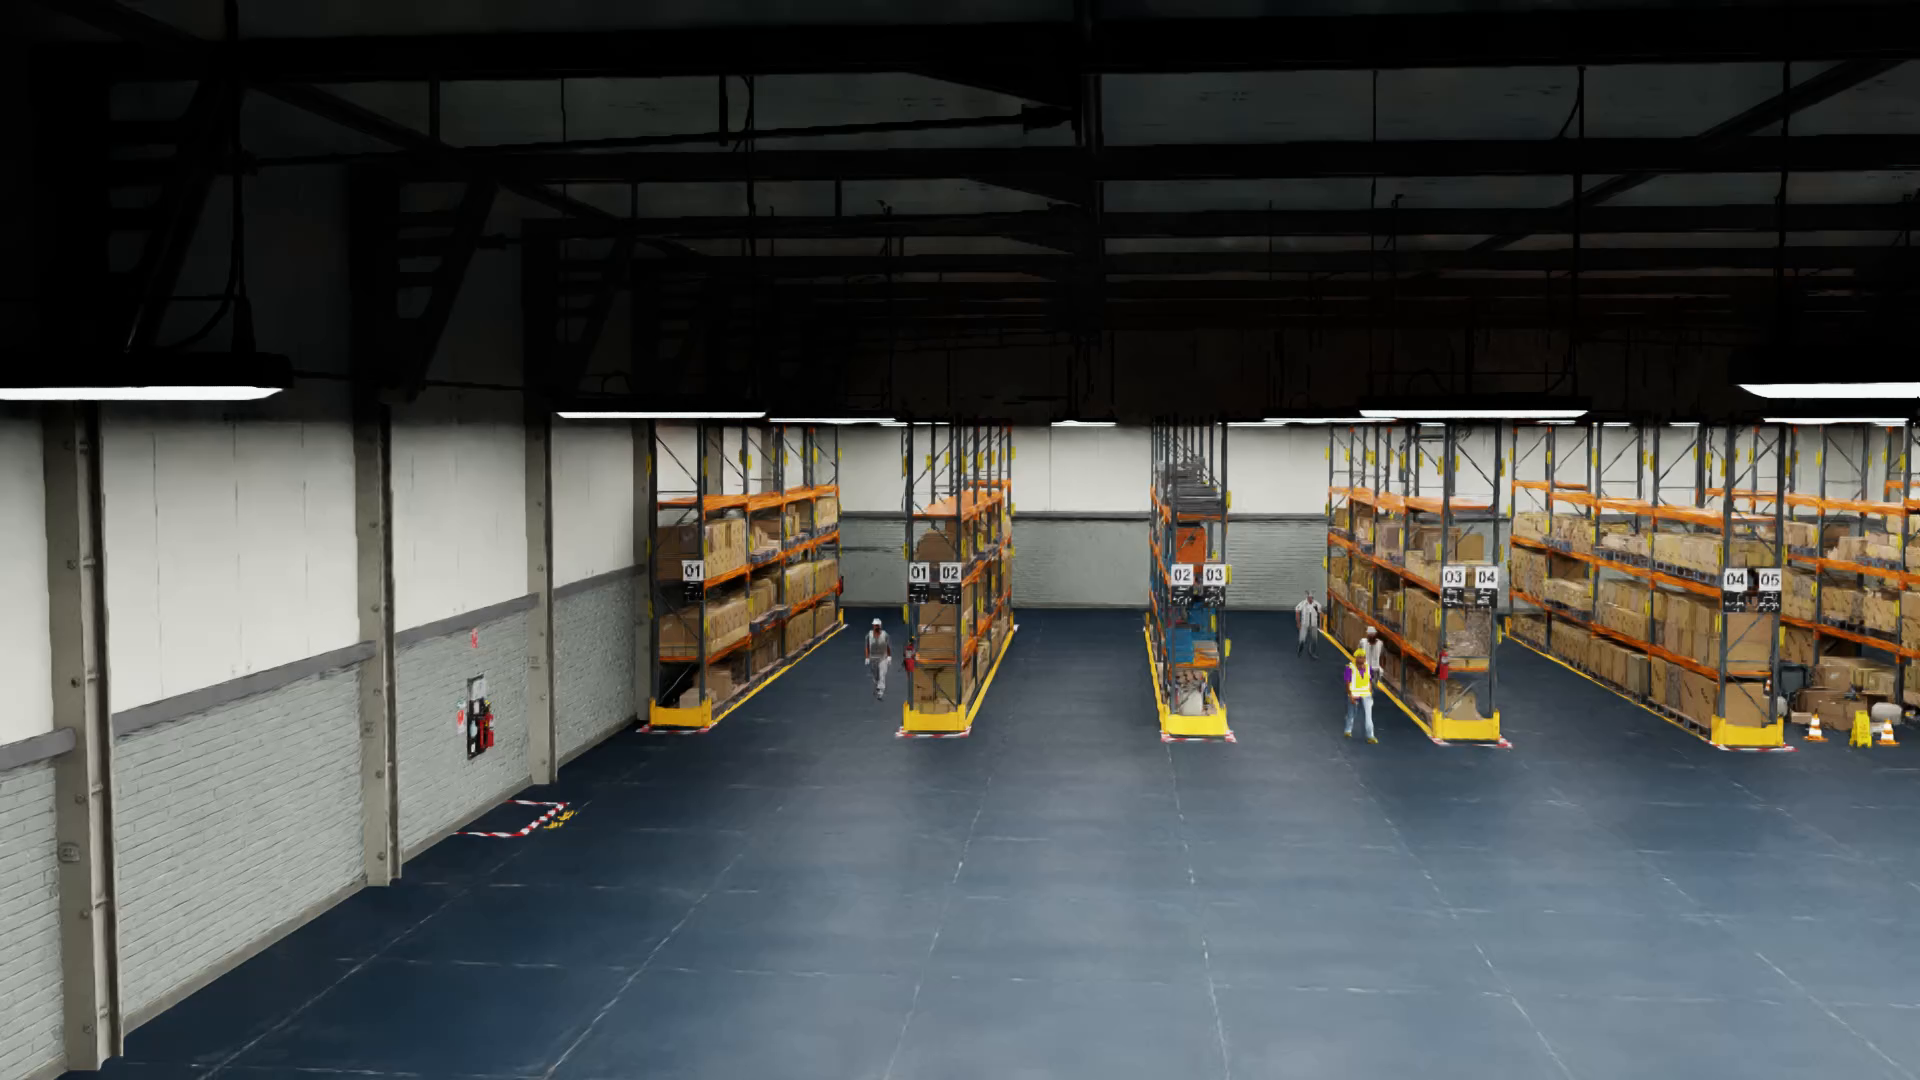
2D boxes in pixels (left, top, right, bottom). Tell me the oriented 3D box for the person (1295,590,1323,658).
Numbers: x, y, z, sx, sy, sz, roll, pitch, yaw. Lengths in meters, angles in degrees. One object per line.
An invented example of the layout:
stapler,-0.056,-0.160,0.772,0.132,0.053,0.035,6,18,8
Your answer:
person,8.687,2.086,41.411,0.682,1.715,0.542,0,4,3

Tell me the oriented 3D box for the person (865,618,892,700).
person,-1.749,2.489,35.138,0.553,1.709,1.123,1,4,7

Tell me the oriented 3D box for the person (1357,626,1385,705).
person,8.338,2.582,33.725,0.564,1.704,1.112,0,4,3

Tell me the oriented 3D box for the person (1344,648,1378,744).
person,7.265,2.822,30.295,0.571,1.708,1.035,0,4,-3
